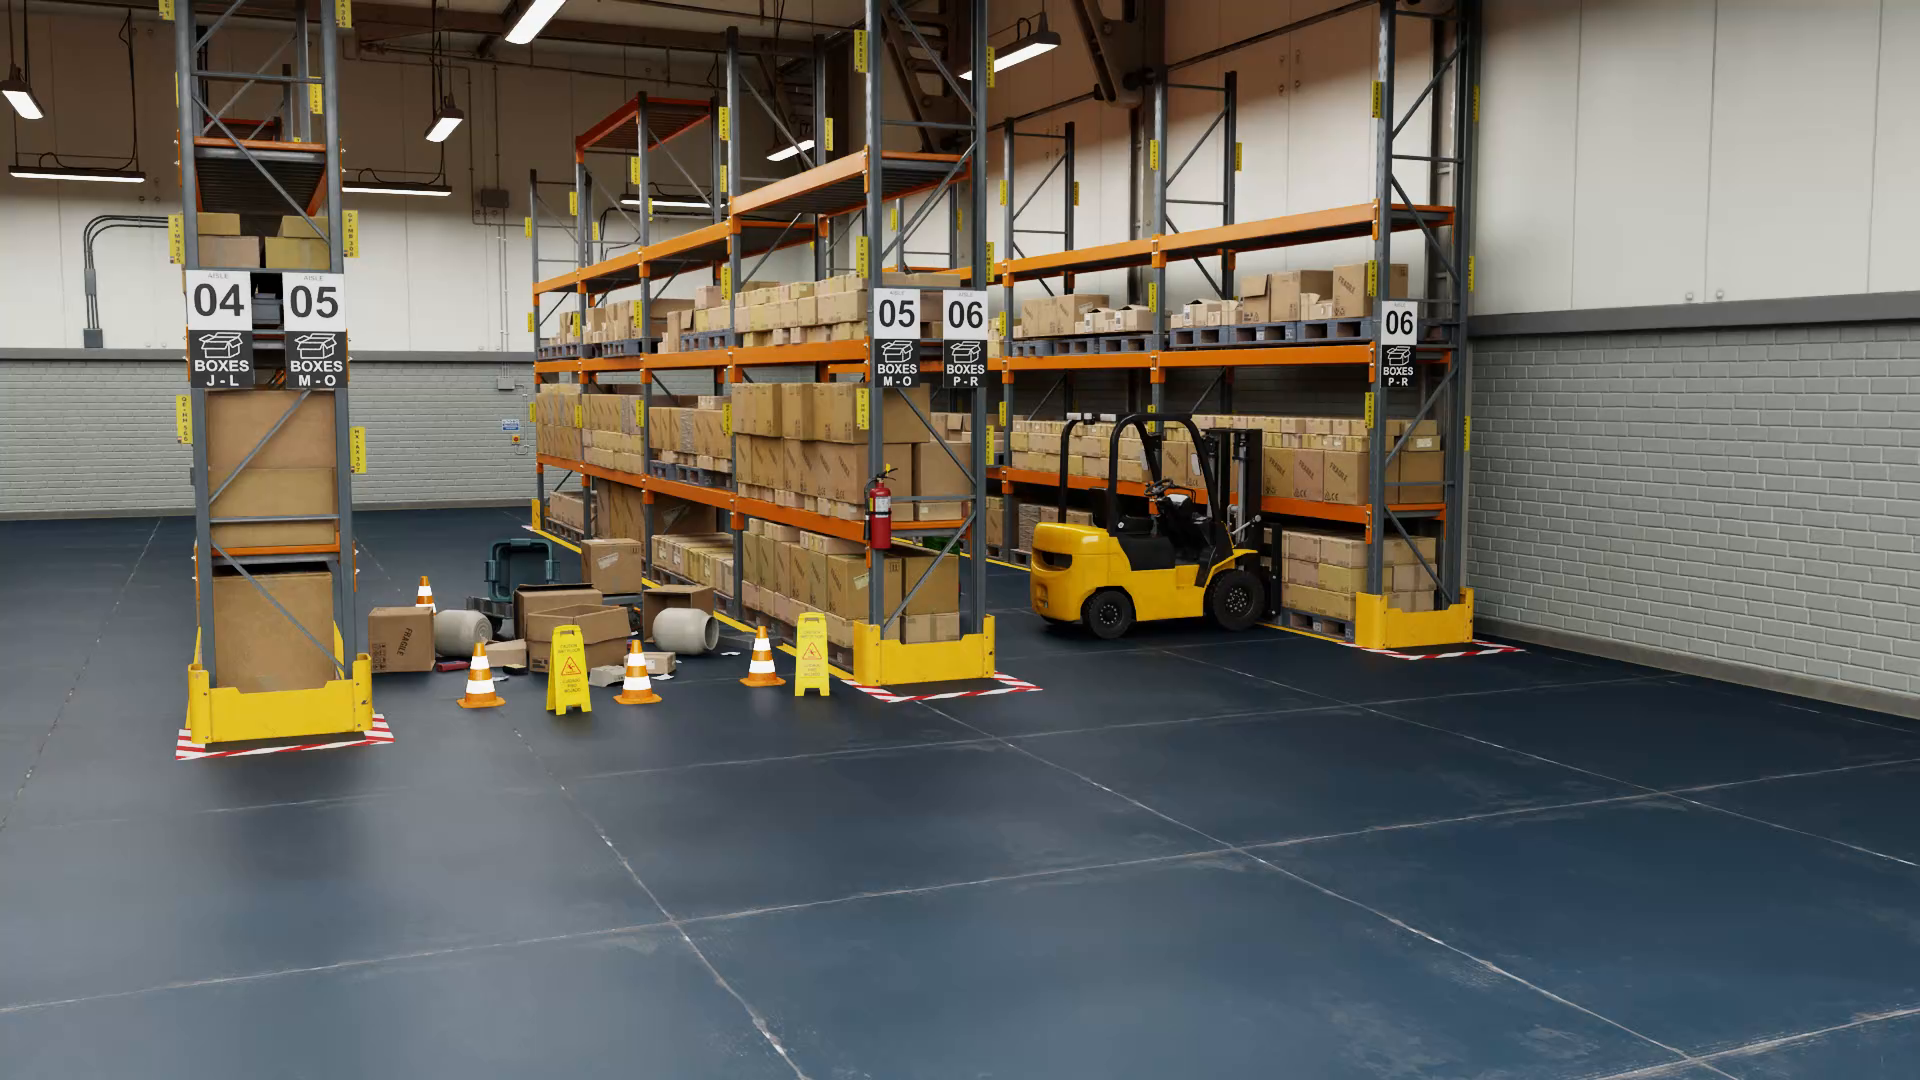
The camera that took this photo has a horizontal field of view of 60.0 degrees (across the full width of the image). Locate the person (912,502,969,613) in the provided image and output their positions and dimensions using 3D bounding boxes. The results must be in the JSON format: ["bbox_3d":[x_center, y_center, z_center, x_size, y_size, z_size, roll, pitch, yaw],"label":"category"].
[{"bbox_3d":[-0.230,-0.085,17.403,0.638,1.784,0.563,-3,6,-25],"label":"person"}]
